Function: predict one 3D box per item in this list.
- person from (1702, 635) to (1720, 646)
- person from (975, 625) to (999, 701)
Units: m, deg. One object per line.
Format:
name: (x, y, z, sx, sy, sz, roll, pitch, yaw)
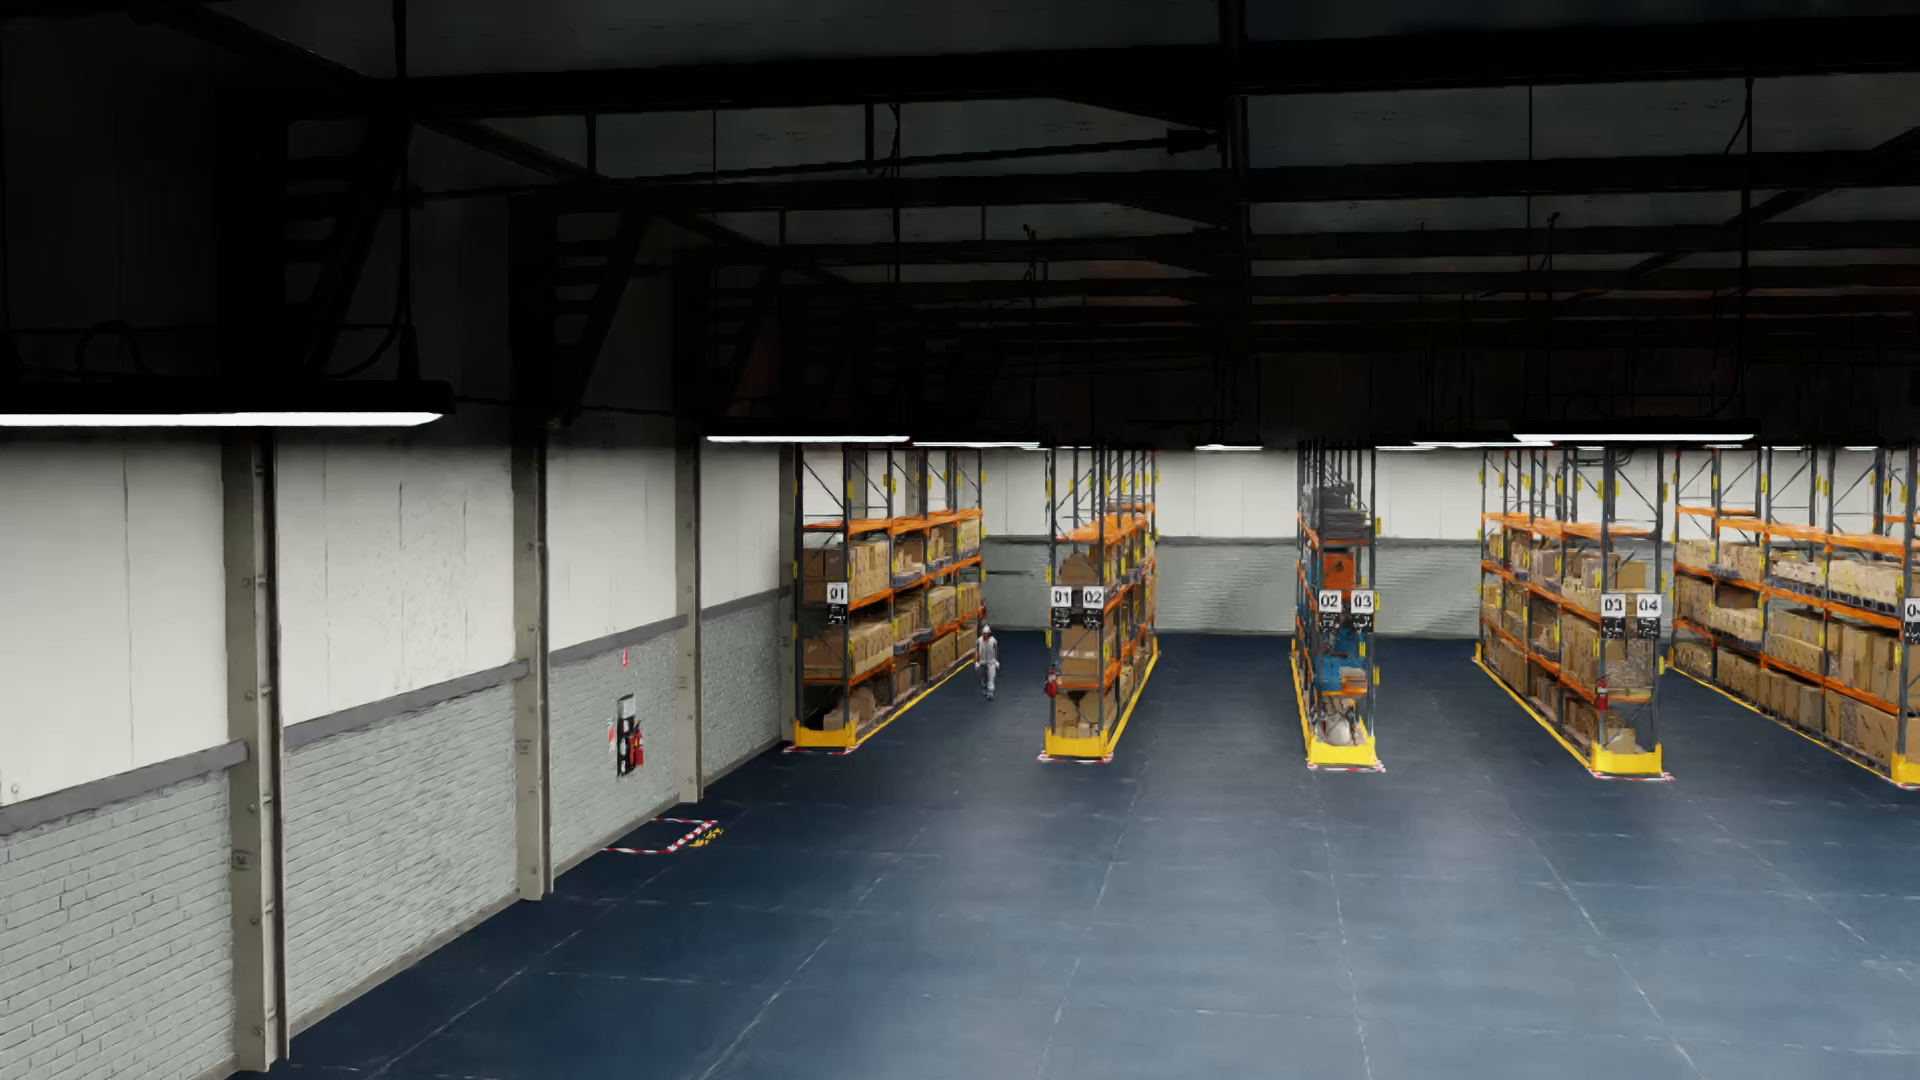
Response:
person: (21.058, 2.407, 46.585, 0.570, 1.716, 0.598, -3, 4, -43)
person: (0.610, 2.815, 38.401, 0.555, 1.705, 1.116, 0, 3, 8)
